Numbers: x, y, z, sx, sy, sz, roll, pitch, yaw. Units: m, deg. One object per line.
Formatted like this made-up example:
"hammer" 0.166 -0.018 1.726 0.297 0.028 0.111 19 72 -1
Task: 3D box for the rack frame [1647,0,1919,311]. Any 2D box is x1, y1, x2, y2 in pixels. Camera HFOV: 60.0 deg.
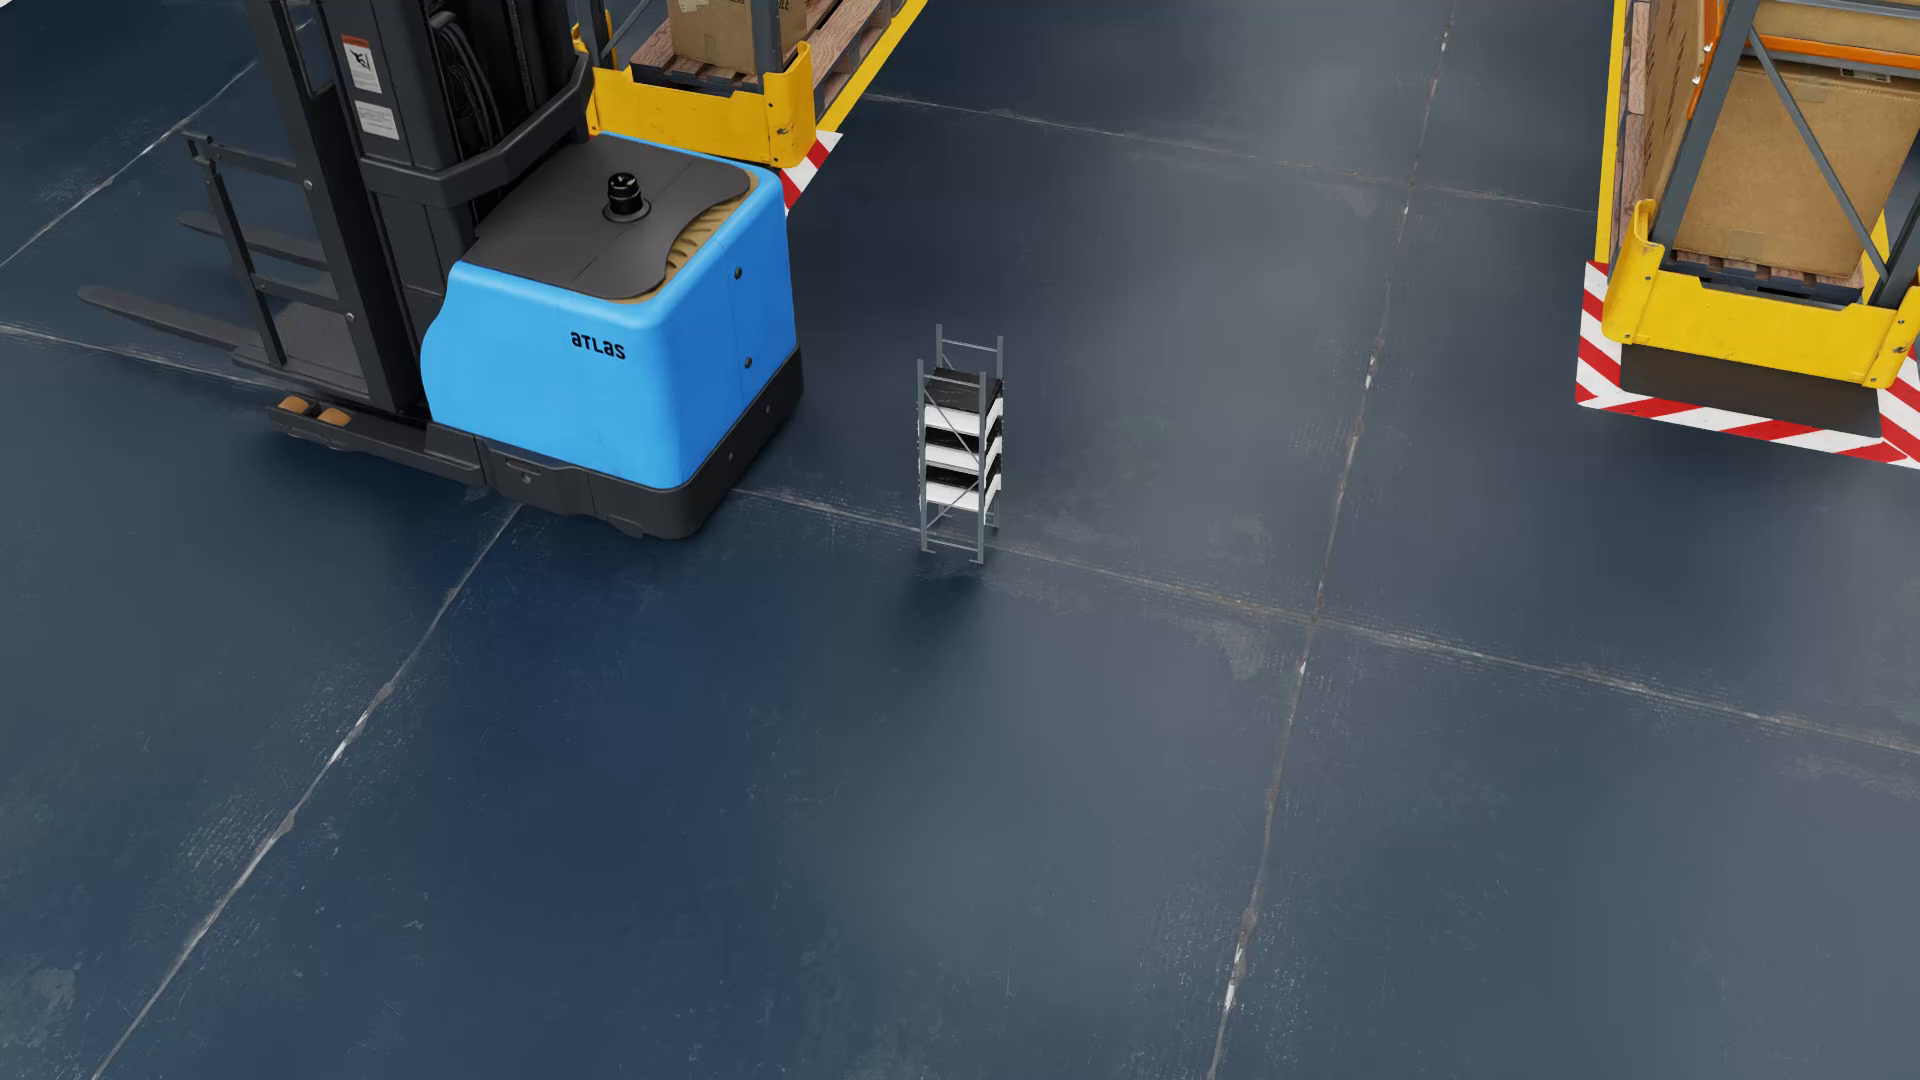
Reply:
"rack frame" 3.366 -1.940 6.088 1.000 3.000 0.127 13 46 13

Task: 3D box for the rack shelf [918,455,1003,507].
"rack shelf" 0.002 -0.239 6.027 0.258 0.077 0.200 13 46 12

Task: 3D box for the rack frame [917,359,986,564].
"rack frame" -0.028 -0.259 5.872 0.240 0.900 0.006 13 46 12

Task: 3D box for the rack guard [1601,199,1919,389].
"rack guard" 3.359 -1.031 6.946 1.175 0.500 0.348 13 46 13

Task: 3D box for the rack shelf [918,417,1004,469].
"rack shelf" 0.002 -0.368 5.901 0.258 0.077 0.200 13 46 12

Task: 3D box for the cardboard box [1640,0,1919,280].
"cardboard box" 3.508 -1.797 7.161 0.875 0.875 0.875 13 46 13

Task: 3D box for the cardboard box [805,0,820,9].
"cardboard box" -0.977 -3.133 8.794 0.500 0.500 0.500 24 49 23

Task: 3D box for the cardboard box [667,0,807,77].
"cardboard box" -1.126 -2.728 8.380 0.500 0.500 0.500 21 48 20

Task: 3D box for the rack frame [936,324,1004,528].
"rack frame" 0.033 -0.395 6.010 0.240 0.900 0.006 13 46 12

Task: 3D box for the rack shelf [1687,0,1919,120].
"rack shelf" 3.971 -3.016 7.702 1.077 0.370 4.000 13 46 13

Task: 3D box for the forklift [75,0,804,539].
"forklift" -2.201 -1.726 5.918 3.031 2.935 1.130 17 47 16

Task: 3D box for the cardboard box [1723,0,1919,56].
"cardboard box" 3.435 -2.251 6.298 0.875 0.550 0.550 13 46 13

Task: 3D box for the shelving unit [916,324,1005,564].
"shelving unit" 0.002 -0.327 5.941 0.258 0.900 0.210 13 46 12

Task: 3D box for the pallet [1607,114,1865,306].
"pallet" 3.533 -1.493 7.625 1.003 0.211 1.213 13 46 13

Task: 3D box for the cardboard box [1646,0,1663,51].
"cardboard box" 4.051 -2.991 8.381 0.875 0.875 0.875 13 46 13

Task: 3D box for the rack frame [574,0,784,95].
"rack frame" -1.331 -3.058 7.231 1.000 3.000 0.127 13 46 13

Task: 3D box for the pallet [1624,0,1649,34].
"pallet" 4.272 -3.120 9.287 1.003 0.211 1.213 13 46 13

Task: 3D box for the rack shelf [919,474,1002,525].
"rack shelf" 0.002 -0.175 6.090 0.258 0.077 0.200 13 46 12

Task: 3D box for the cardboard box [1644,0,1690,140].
"cardboard box" 3.773 -2.384 7.760 0.875 0.875 0.875 12 46 12

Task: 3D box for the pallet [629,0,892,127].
"pallet" -1.028 -2.646 8.803 1.003 0.211 1.213 13 46 13

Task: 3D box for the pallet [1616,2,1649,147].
"pallet" 3.905 -2.304 8.453 1.003 0.211 1.213 13 46 13

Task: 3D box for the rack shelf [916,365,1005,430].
"rack shelf" 0.002 -0.496 5.775 0.258 0.077 0.200 13 46 12

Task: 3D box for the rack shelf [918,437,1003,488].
"rack shelf" 0.002 -0.303 5.964 0.258 0.077 0.200 13 46 12

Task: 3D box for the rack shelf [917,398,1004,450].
"rack shelf" 0.002 -0.432 5.838 0.258 0.077 0.200 13 46 12

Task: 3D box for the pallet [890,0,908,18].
"pallet" -0.657 -3.457 9.632 1.003 0.211 1.213 13 46 13

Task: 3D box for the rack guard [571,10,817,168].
"rack guard" -1.308 -2.215 8.157 1.175 0.500 0.348 13 46 13
